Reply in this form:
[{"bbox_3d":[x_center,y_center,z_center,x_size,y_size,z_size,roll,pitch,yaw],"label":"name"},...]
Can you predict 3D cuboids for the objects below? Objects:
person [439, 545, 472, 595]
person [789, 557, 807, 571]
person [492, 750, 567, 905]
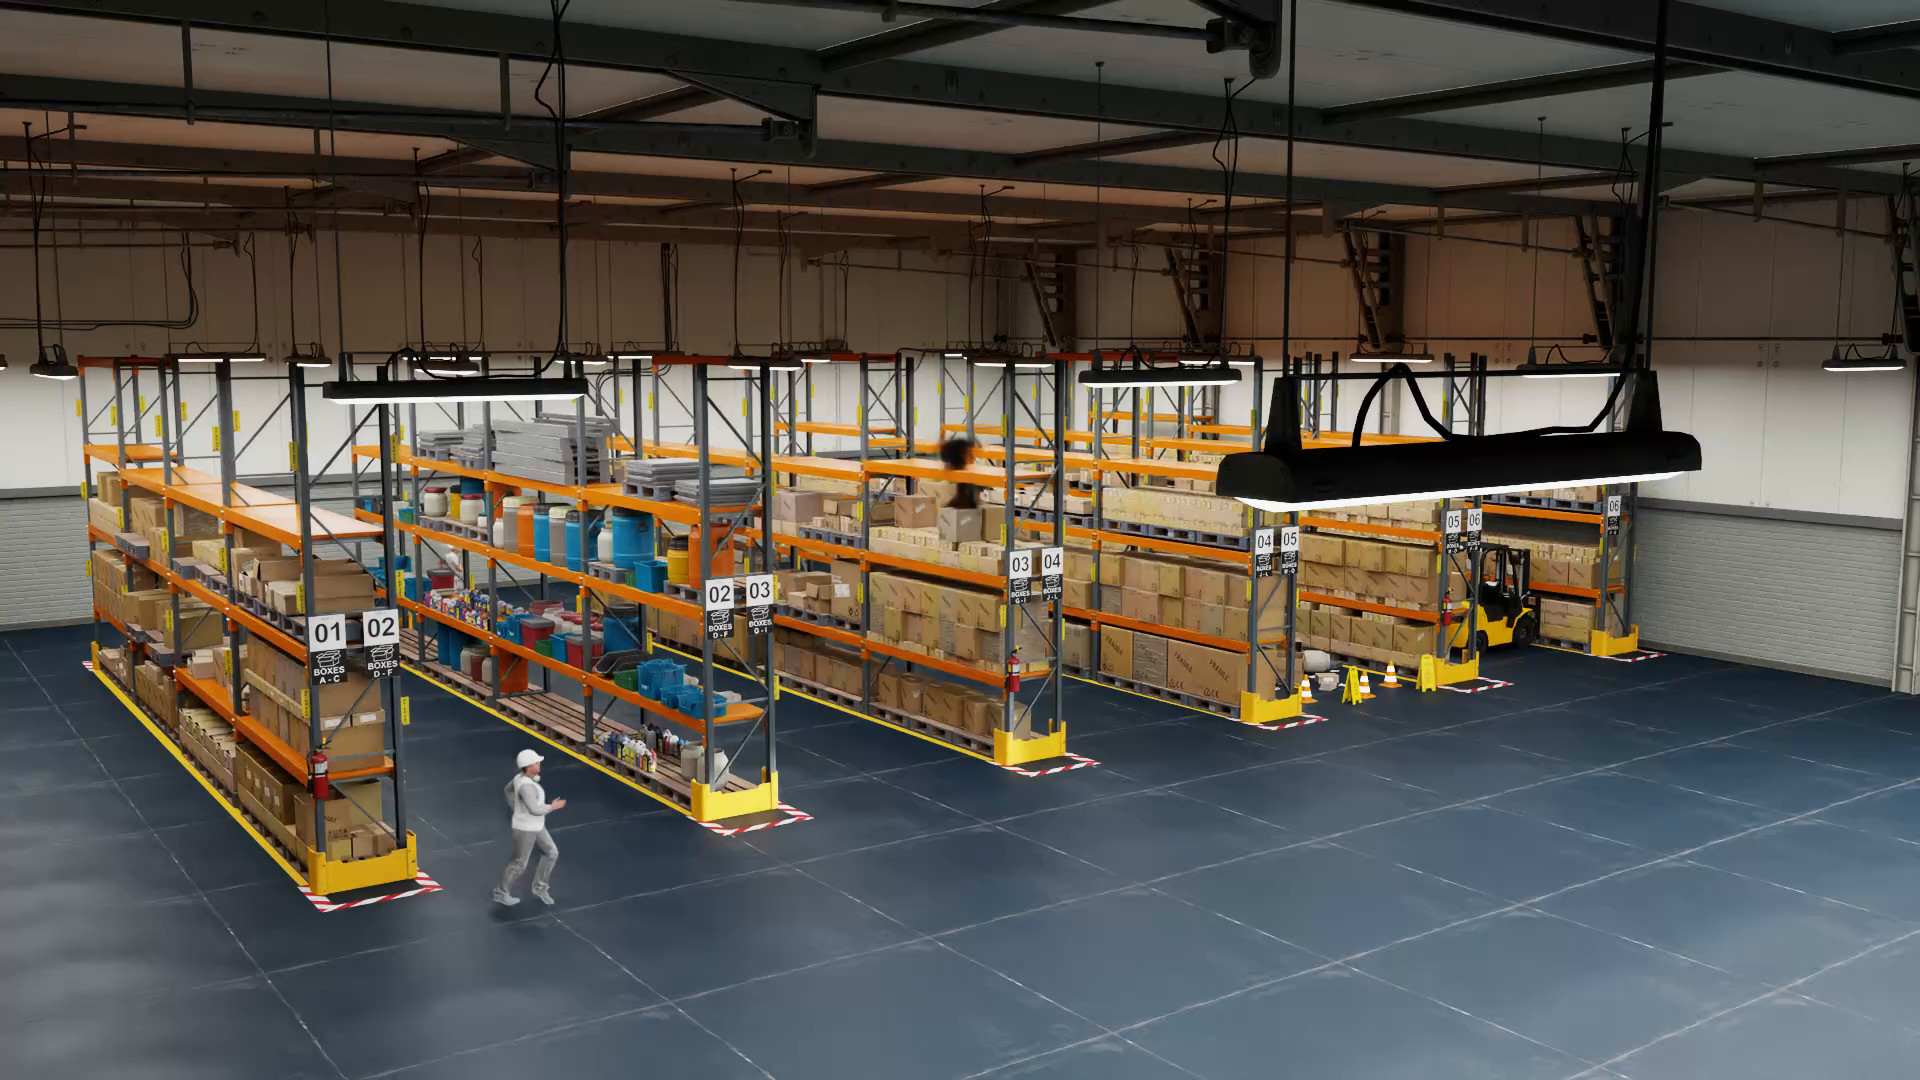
[{"bbox_3d":[-11.326,0.949,37.228,0.842,1.829,0.717,-4,8,-28],"label":"person"},{"bbox_3d":[-4.245,0.212,43.515,0.589,1.741,0.847,2,7,17],"label":"person"},{"bbox_3d":[-4.788,3.223,18.484,0.833,1.824,0.606,-1,7,-8],"label":"person"}]
